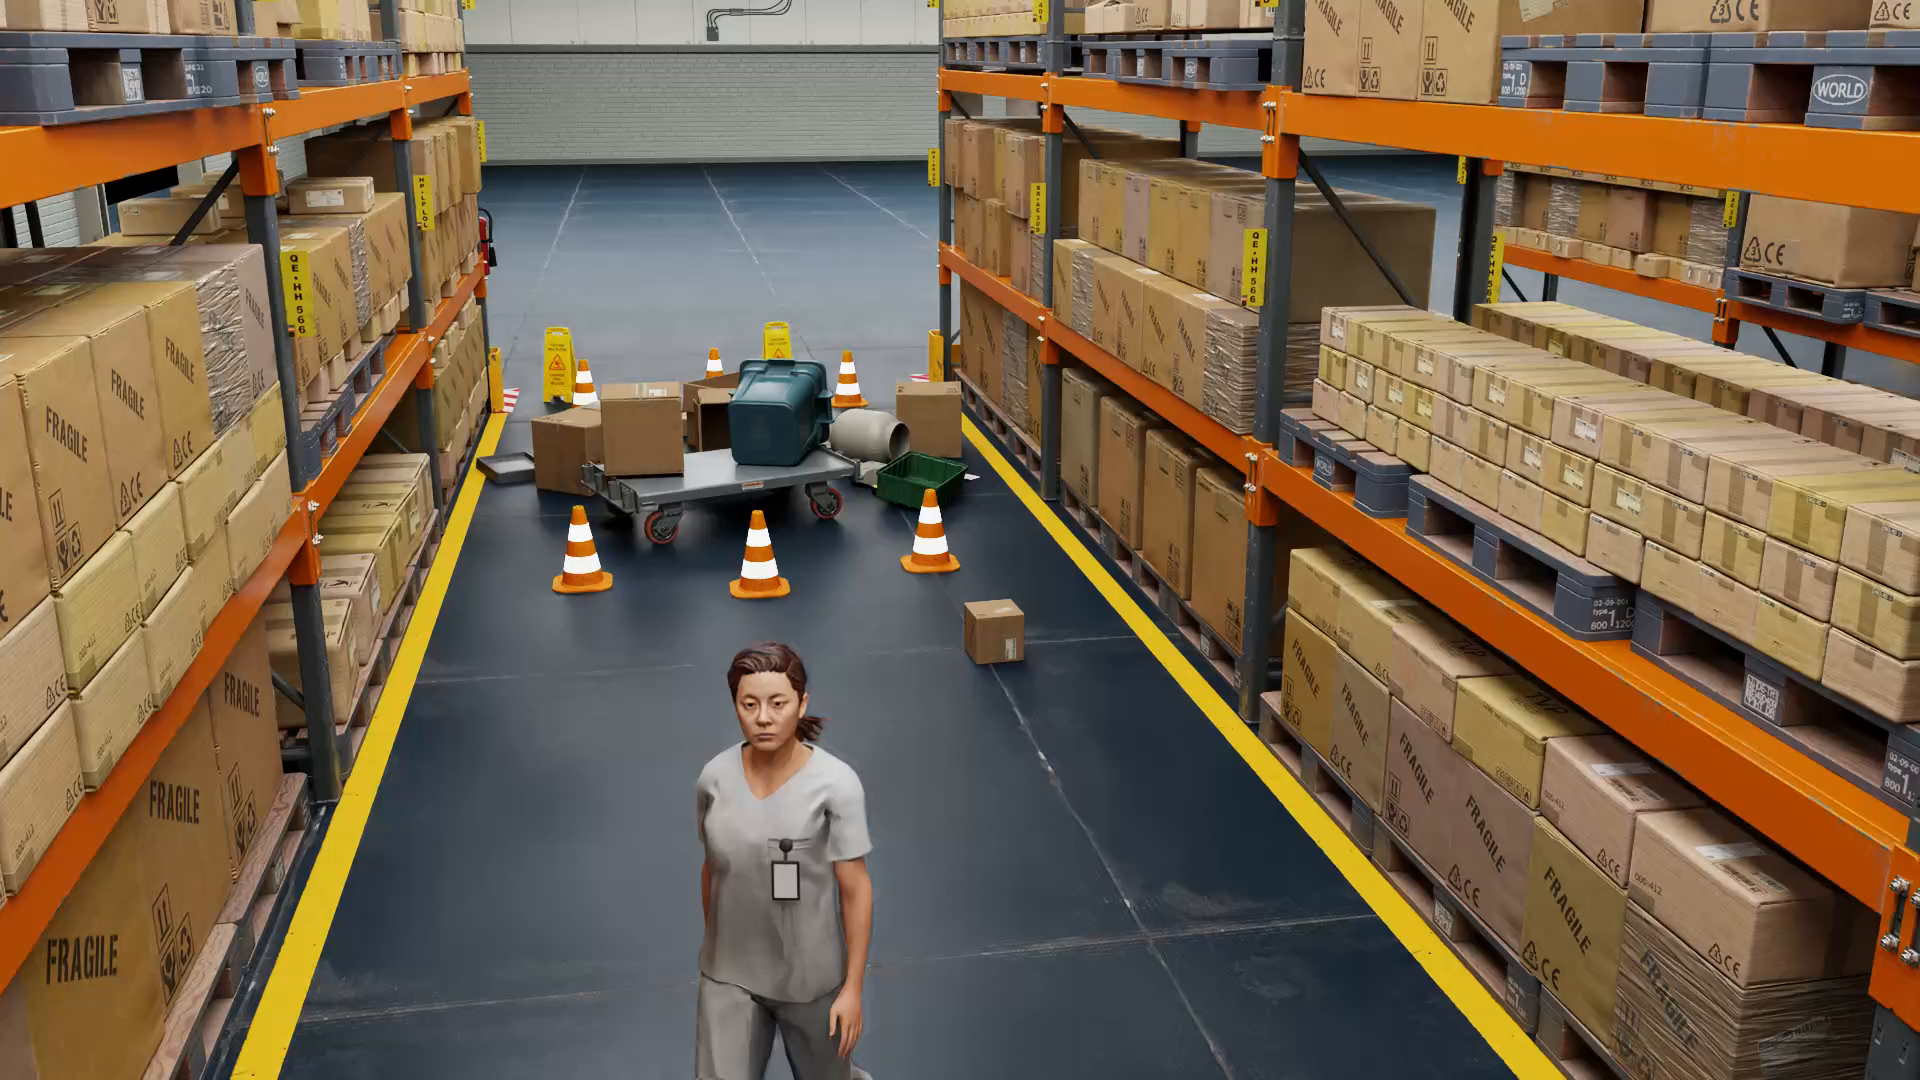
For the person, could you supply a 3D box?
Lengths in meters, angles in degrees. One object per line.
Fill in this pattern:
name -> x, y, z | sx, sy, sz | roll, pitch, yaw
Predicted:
person -> -0.429, 1.038, 4.026 | 0.457, 1.630, 0.949 | 3, 17, 11
